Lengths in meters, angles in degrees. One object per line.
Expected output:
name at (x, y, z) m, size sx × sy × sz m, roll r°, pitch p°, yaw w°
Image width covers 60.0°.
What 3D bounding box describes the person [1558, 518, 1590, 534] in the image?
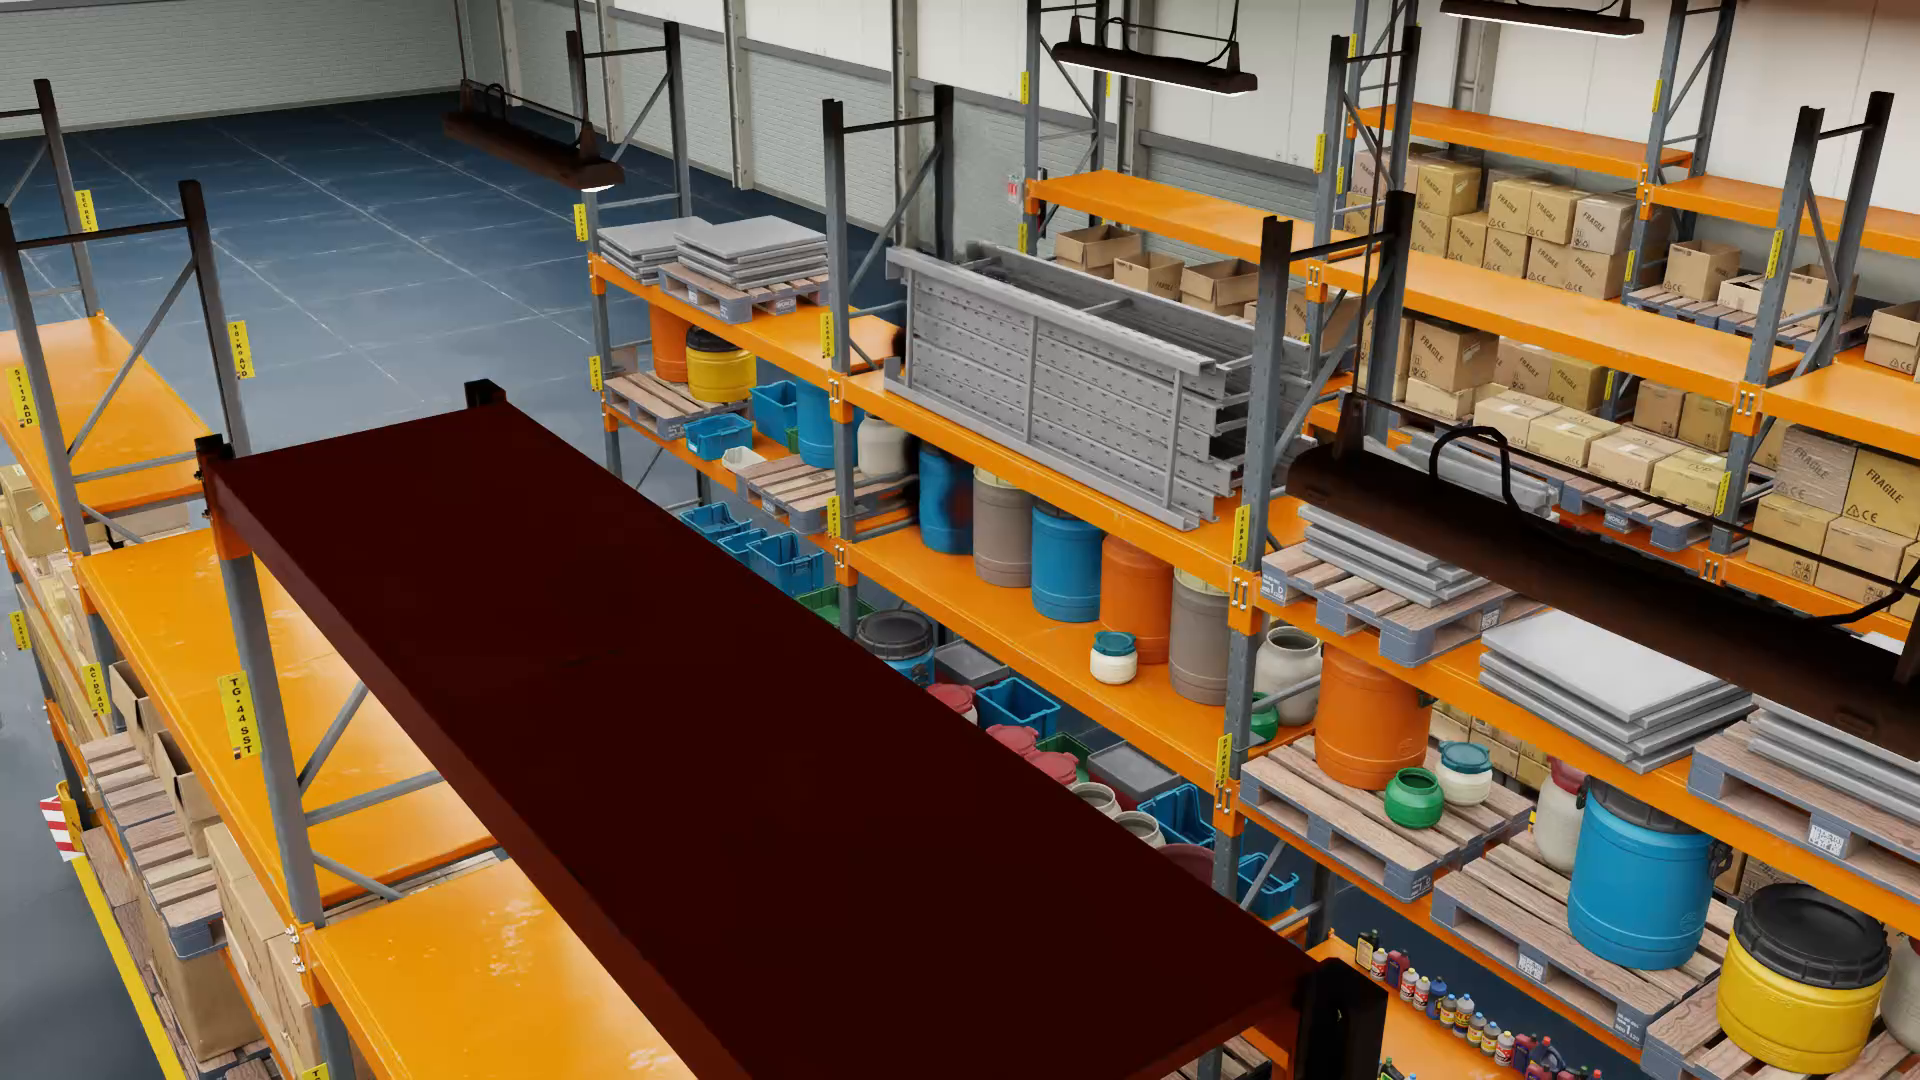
person at (5.870, 0.199, 16.546) m, size 0.777 × 1.799 × 0.638 m, roll 22°, pitch 33°, yaw 39°
